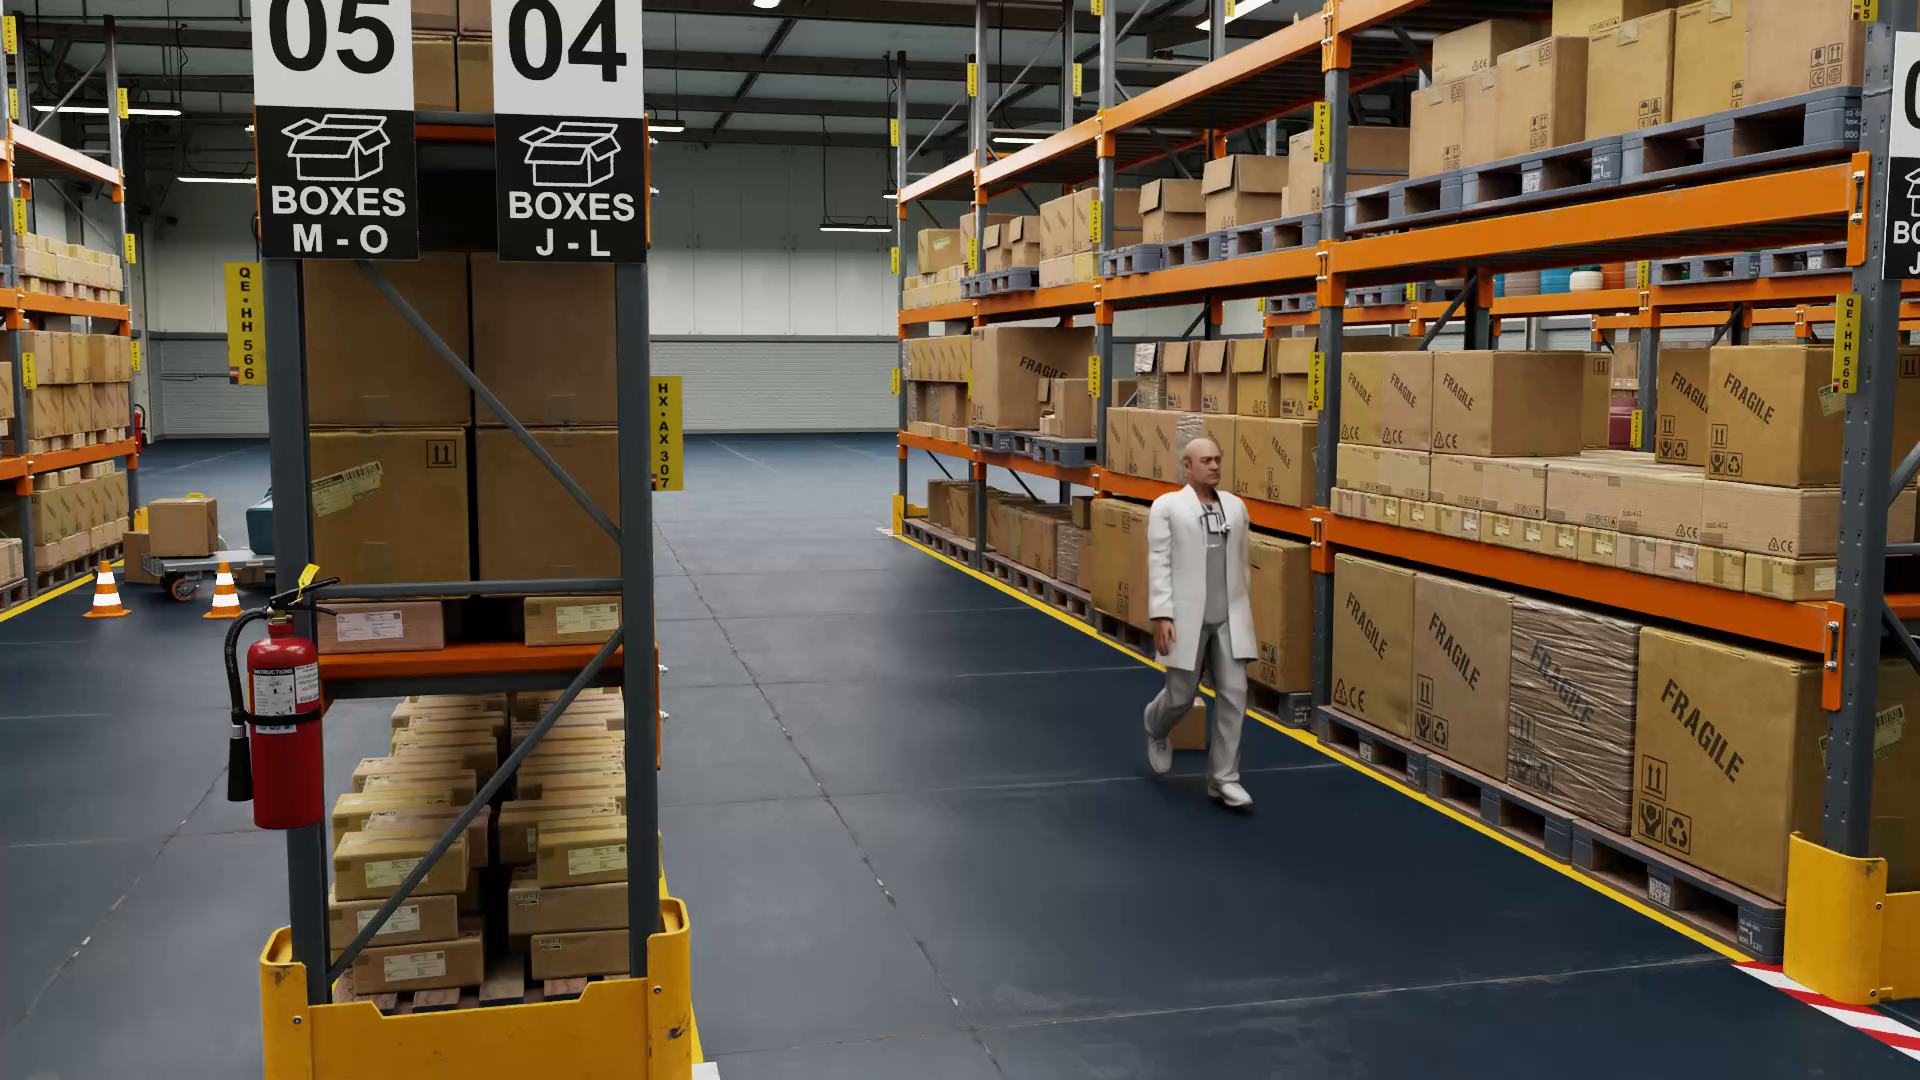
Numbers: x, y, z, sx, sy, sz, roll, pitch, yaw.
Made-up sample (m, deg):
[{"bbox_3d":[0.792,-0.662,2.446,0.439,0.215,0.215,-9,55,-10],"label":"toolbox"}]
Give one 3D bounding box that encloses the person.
[{"bbox_3d":[1.179,0.374,8.180,0.572,1.748,0.864,-1,6,-12],"label":"person"}]
